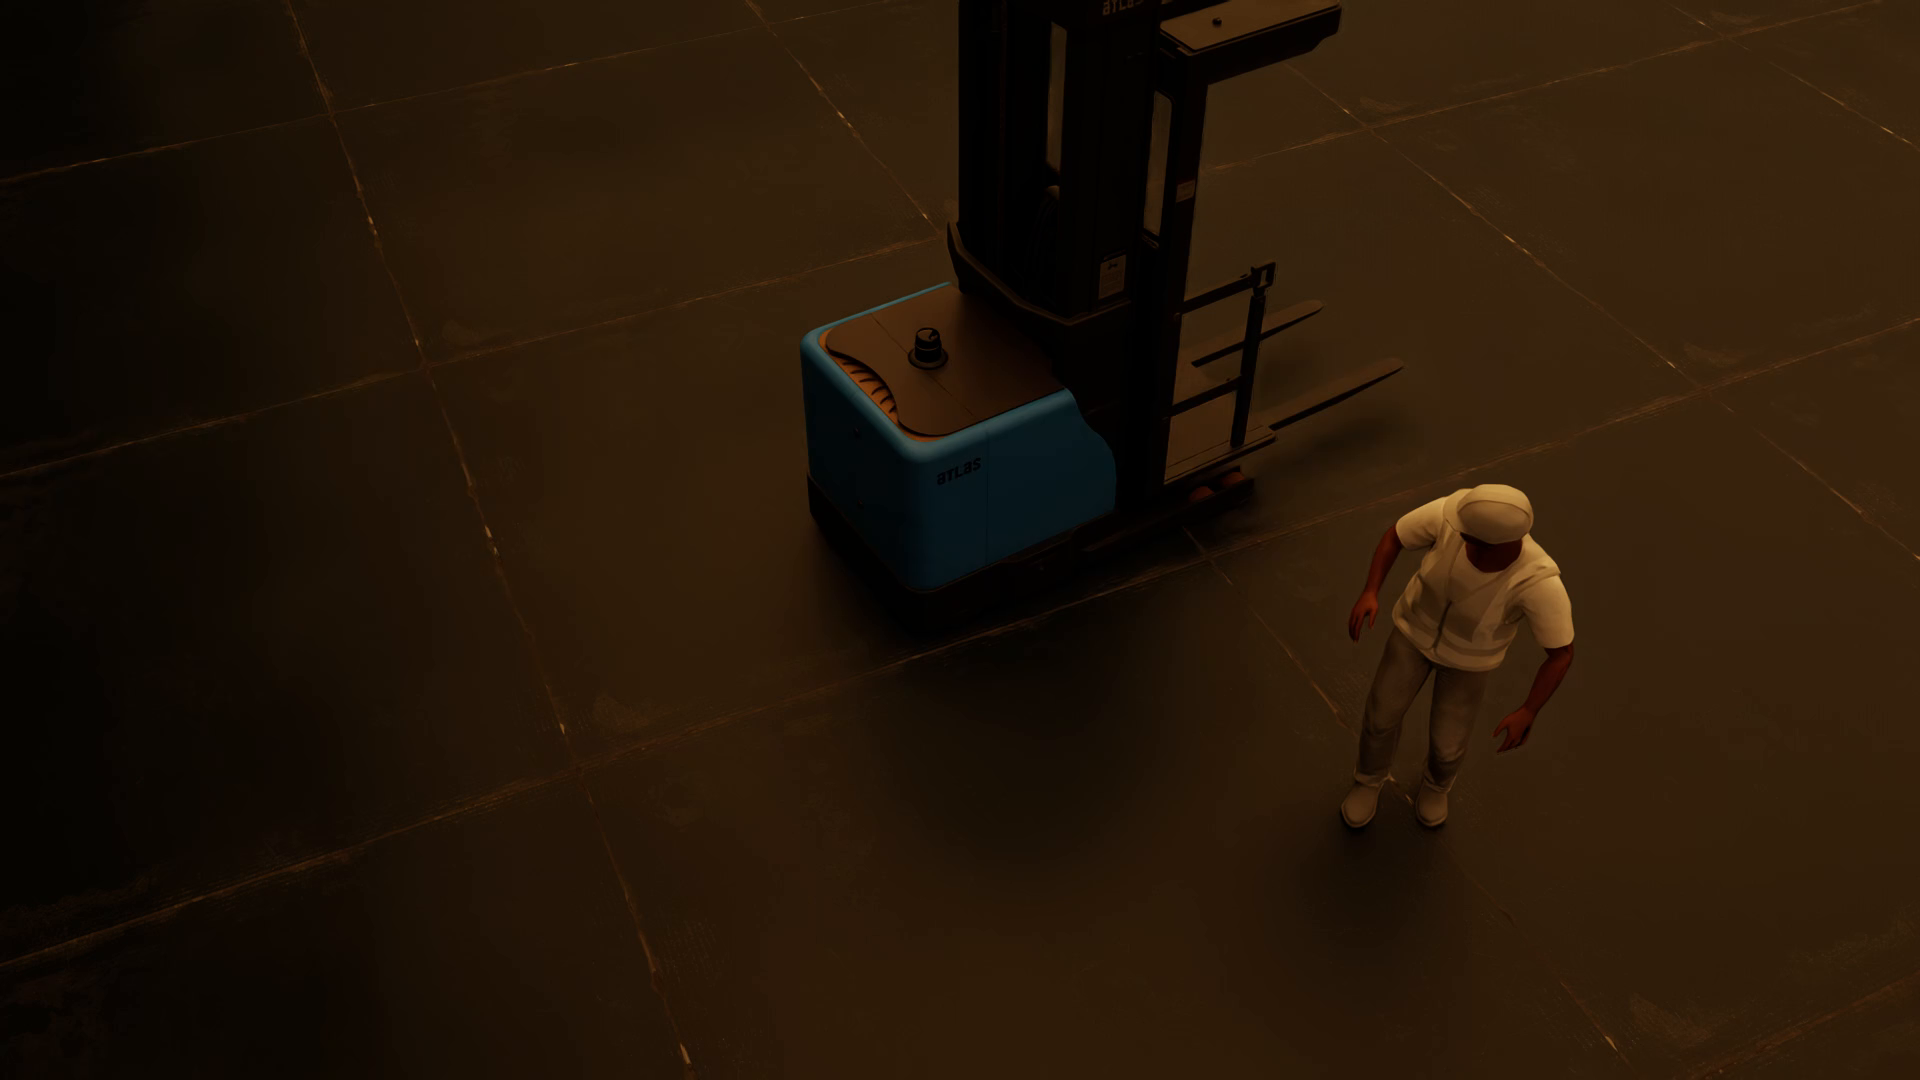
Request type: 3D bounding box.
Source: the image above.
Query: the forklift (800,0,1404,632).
[{"bbox_3d":[0.807,-1.444,7.227,3.031,2.935,1.130,-23,48,-23],"label":"forklift"}]

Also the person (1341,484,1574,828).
[{"bbox_3d":[1.801,0.439,6.109,0.791,1.718,0.516,27,49,26],"label":"person"}]
